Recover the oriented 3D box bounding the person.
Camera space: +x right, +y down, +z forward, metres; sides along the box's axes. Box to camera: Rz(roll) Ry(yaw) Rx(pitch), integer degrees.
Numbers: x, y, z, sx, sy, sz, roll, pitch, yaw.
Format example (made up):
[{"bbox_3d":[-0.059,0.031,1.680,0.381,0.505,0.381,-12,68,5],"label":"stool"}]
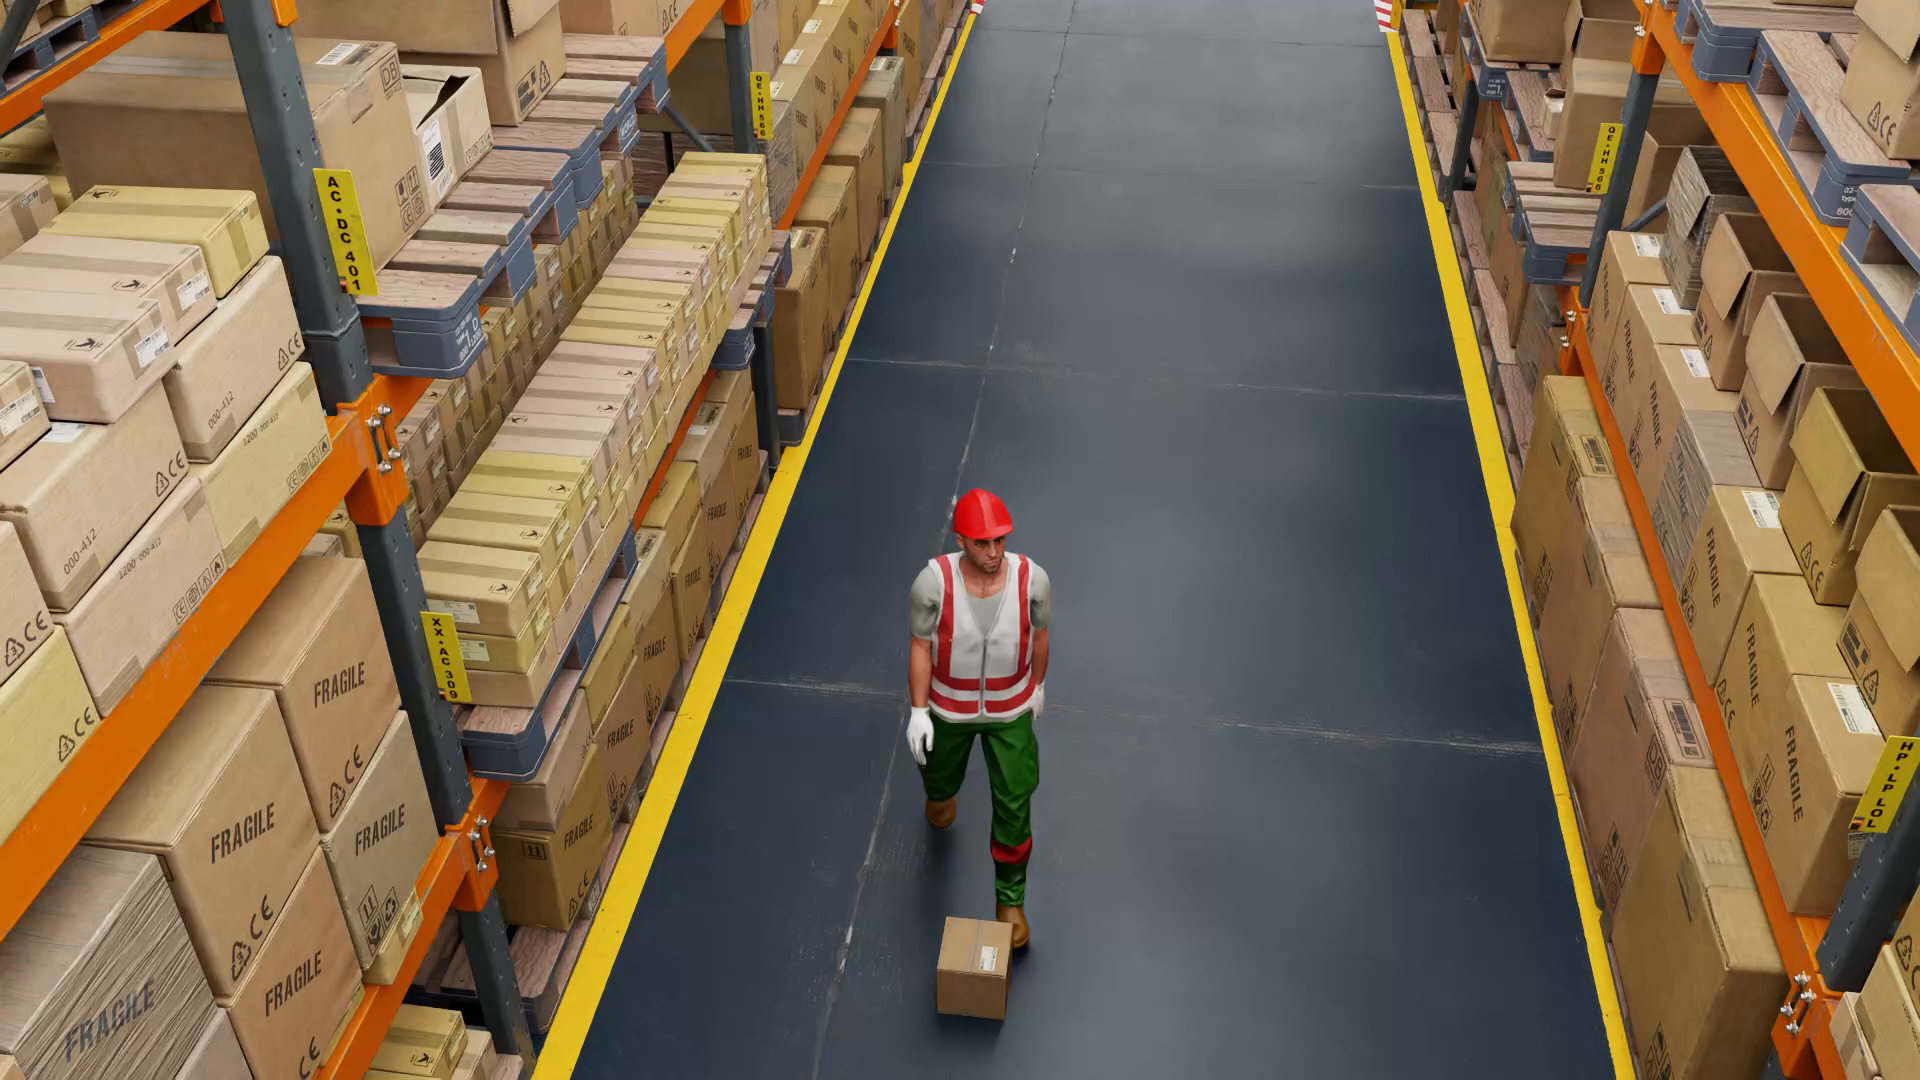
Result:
[{"bbox_3d":[0.071,0.622,6.158,0.543,1.764,0.894,-2,36,-2],"label":"person"}]
